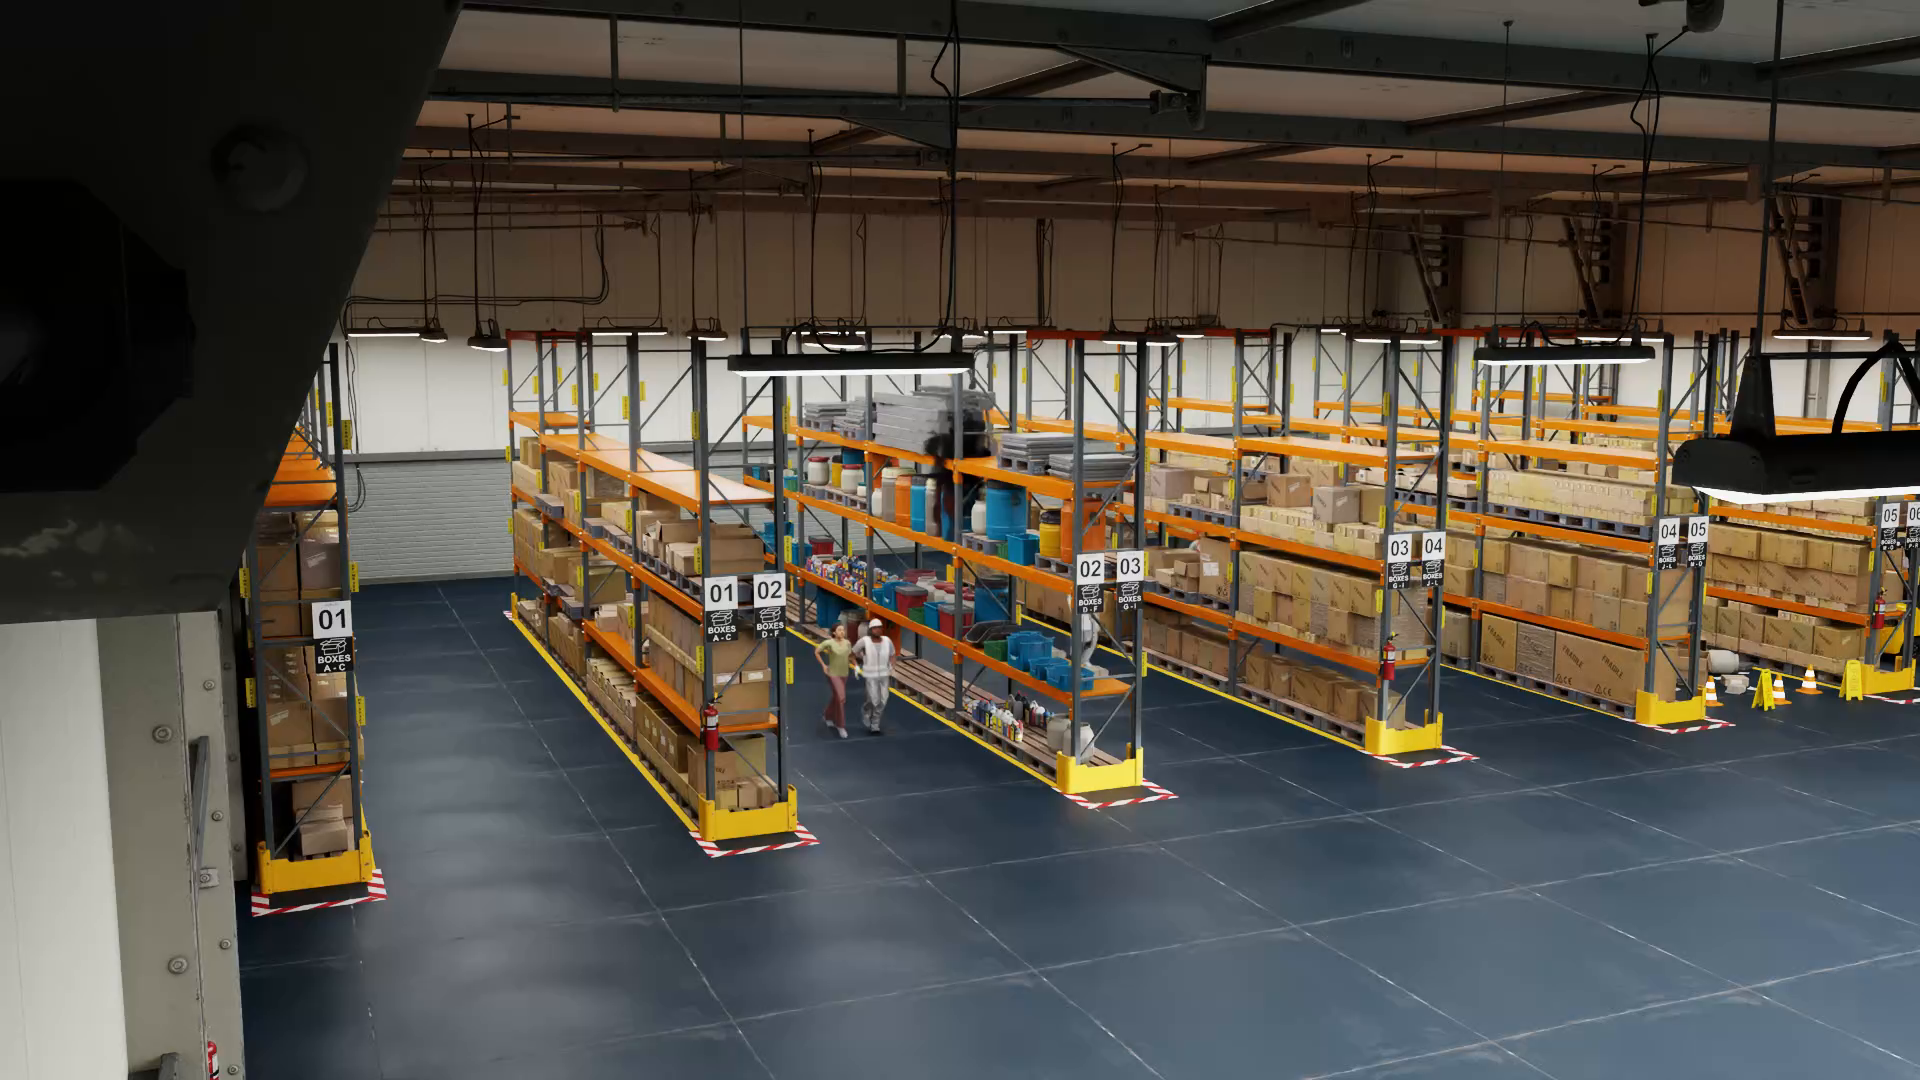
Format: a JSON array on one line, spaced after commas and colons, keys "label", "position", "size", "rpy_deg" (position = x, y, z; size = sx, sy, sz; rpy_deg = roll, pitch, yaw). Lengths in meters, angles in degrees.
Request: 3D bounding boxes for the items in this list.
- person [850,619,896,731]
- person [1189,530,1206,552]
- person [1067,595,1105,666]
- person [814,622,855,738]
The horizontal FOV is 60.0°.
[{"label": "person", "position": [-1.251, 2.059, 25.059], "size": [0.679, 1.738, 0.599], "rpy_deg": [-3, 8, -23]}, {"label": "person", "position": [5.231, 0.597, 35.864], "size": [0.655, 1.742, 0.593], "rpy_deg": [-4, 9, -25]}, {"label": "person", "position": [2.296, 1.414, 29.945], "size": [0.728, 1.734, 0.625], "rpy_deg": [-4, 9, -29]}, {"label": "person", "position": [-1.865, 2.089, 25.171], "size": [0.562, 1.729, 0.762], "rpy_deg": [-7, 10, -41]}]
